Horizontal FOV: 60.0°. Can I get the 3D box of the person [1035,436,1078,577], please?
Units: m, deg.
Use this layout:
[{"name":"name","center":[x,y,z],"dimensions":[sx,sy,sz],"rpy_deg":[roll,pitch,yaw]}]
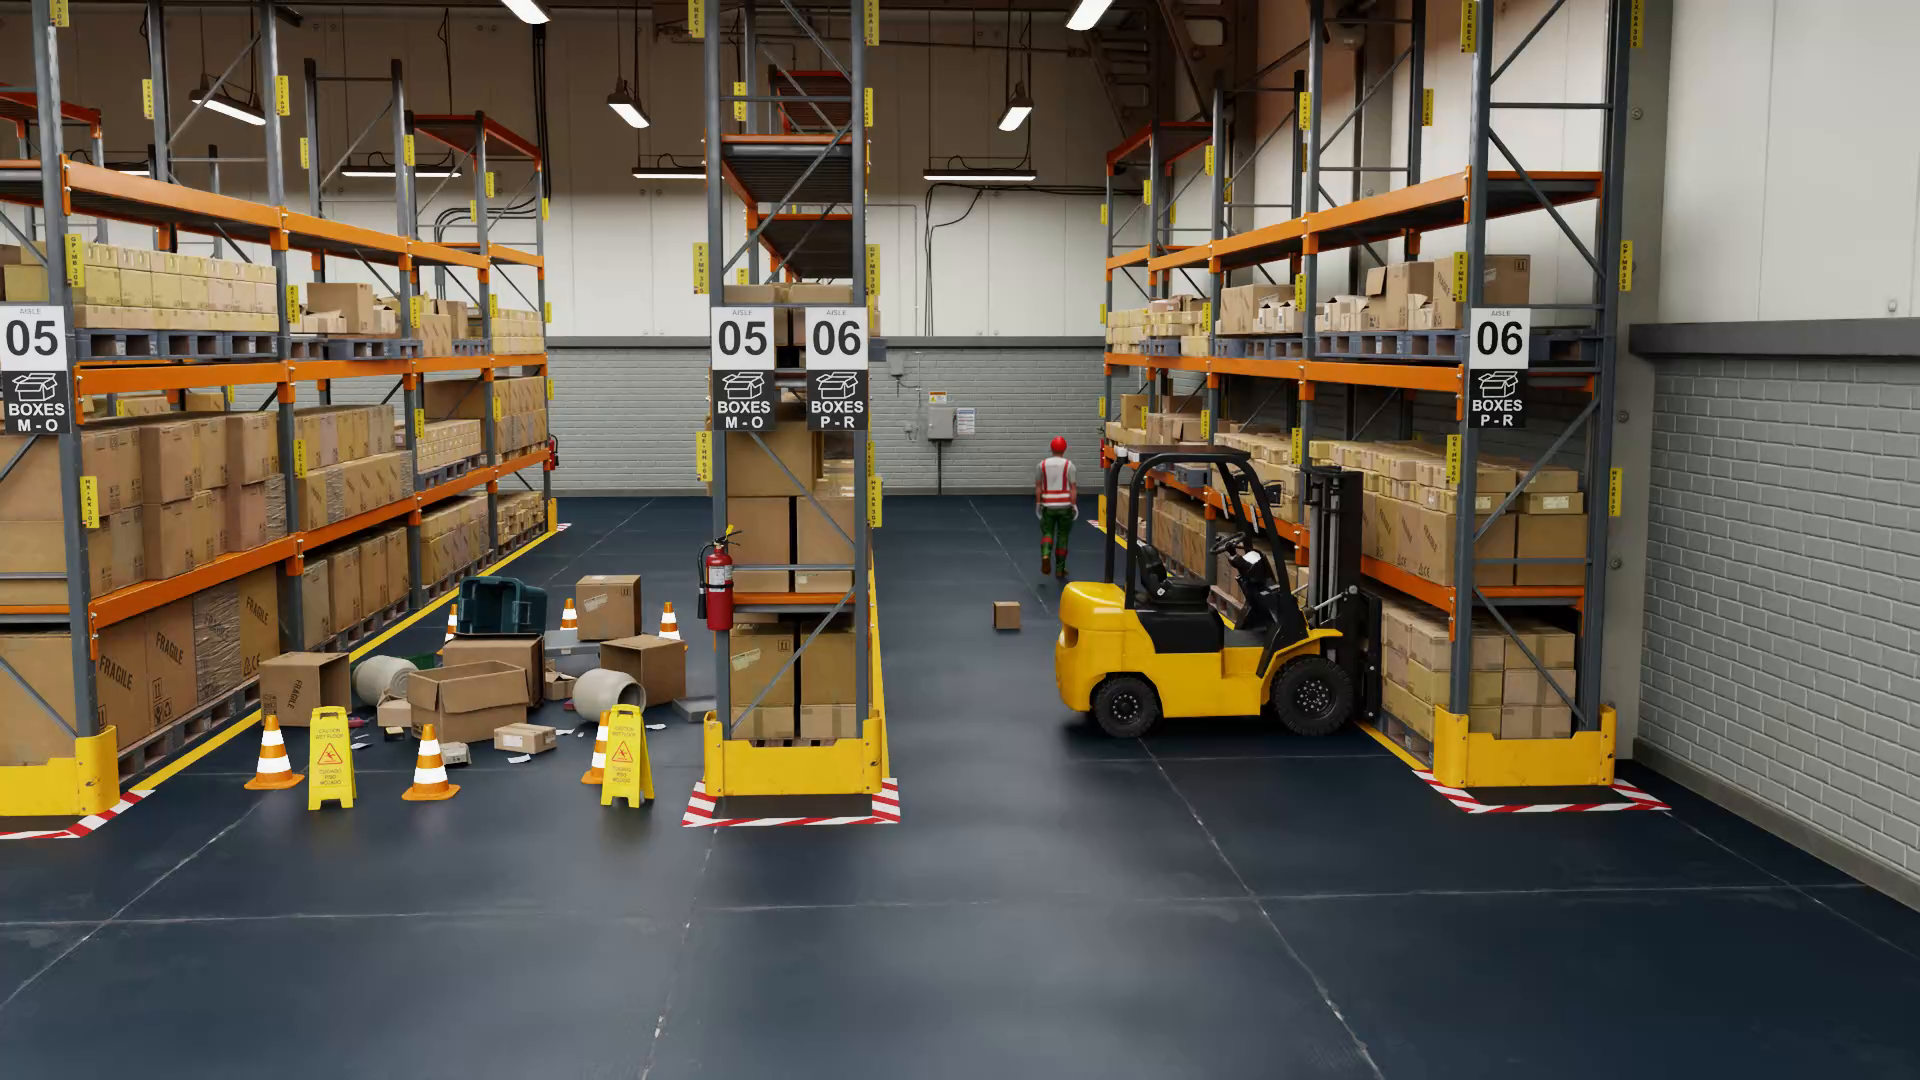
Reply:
[{"name":"person","center":[1.216,-0.418,20.970],"dimensions":[0.541,1.781,0.580],"rpy_deg":[2,7,14]}]
